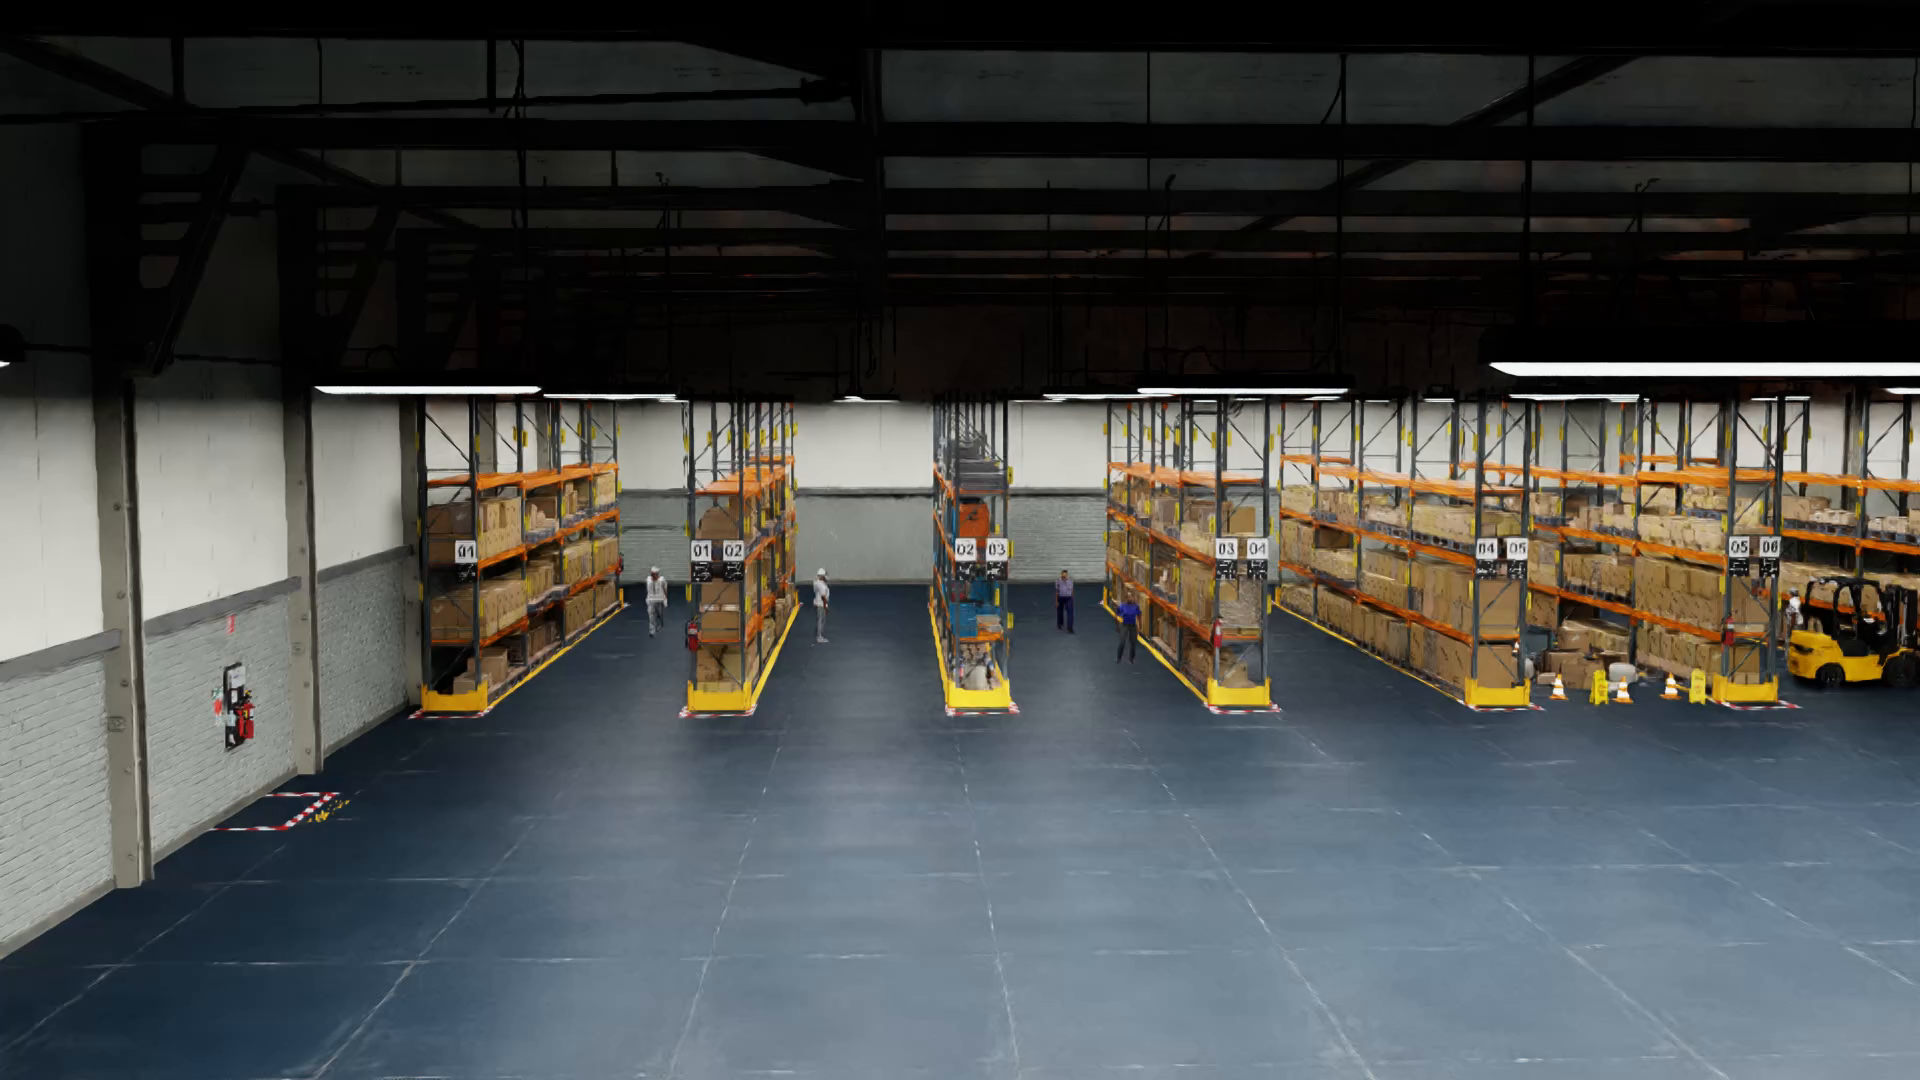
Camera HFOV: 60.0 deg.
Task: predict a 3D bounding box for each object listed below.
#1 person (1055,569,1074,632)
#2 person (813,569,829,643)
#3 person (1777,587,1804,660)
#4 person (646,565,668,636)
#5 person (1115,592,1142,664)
[{"bbox_3d":[2.619,1.512,41.896,0.479,1.567,1.089,0,5,1],"label":"person"},{"bbox_3d":[-3.308,1.567,39.904,0.400,1.769,0.674,-2,5,-24],"label":"person"},{"bbox_3d":[18.485,1.872,36.935,0.556,1.659,0.596,2,5,23],"label":"person"},{"bbox_3d":[-7.538,1.490,41.306,0.577,1.733,1.042,0,5,-3],"label":"person"},{"bbox_3d":[3.709,1.939,36.689,0.592,1.604,0.518,0,5,-4],"label":"person"}]
